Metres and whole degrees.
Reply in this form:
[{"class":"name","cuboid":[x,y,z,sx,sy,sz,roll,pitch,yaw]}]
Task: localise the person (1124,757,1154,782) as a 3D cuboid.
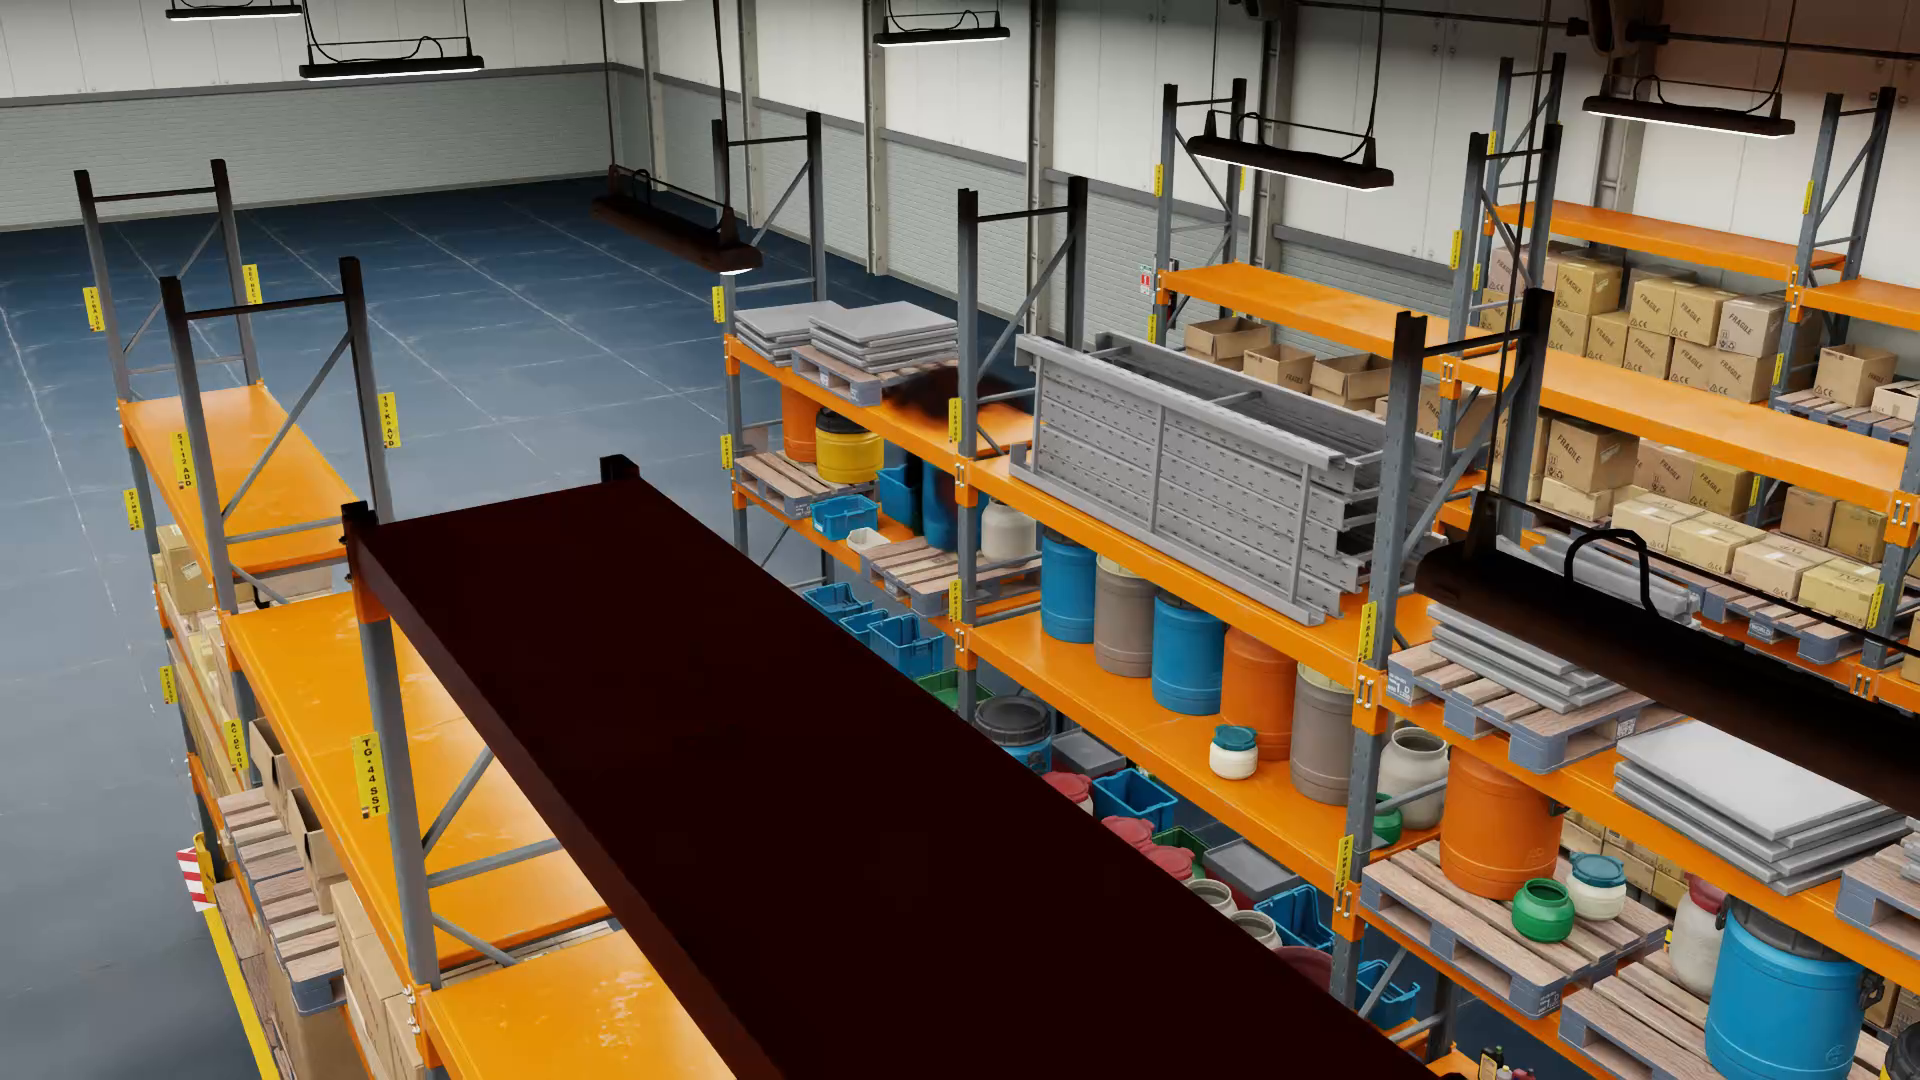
[{"class":"person","cuboid":[1.495,1.831,14.434,0.457,1.791,0.619,-15,26,-33]}]
